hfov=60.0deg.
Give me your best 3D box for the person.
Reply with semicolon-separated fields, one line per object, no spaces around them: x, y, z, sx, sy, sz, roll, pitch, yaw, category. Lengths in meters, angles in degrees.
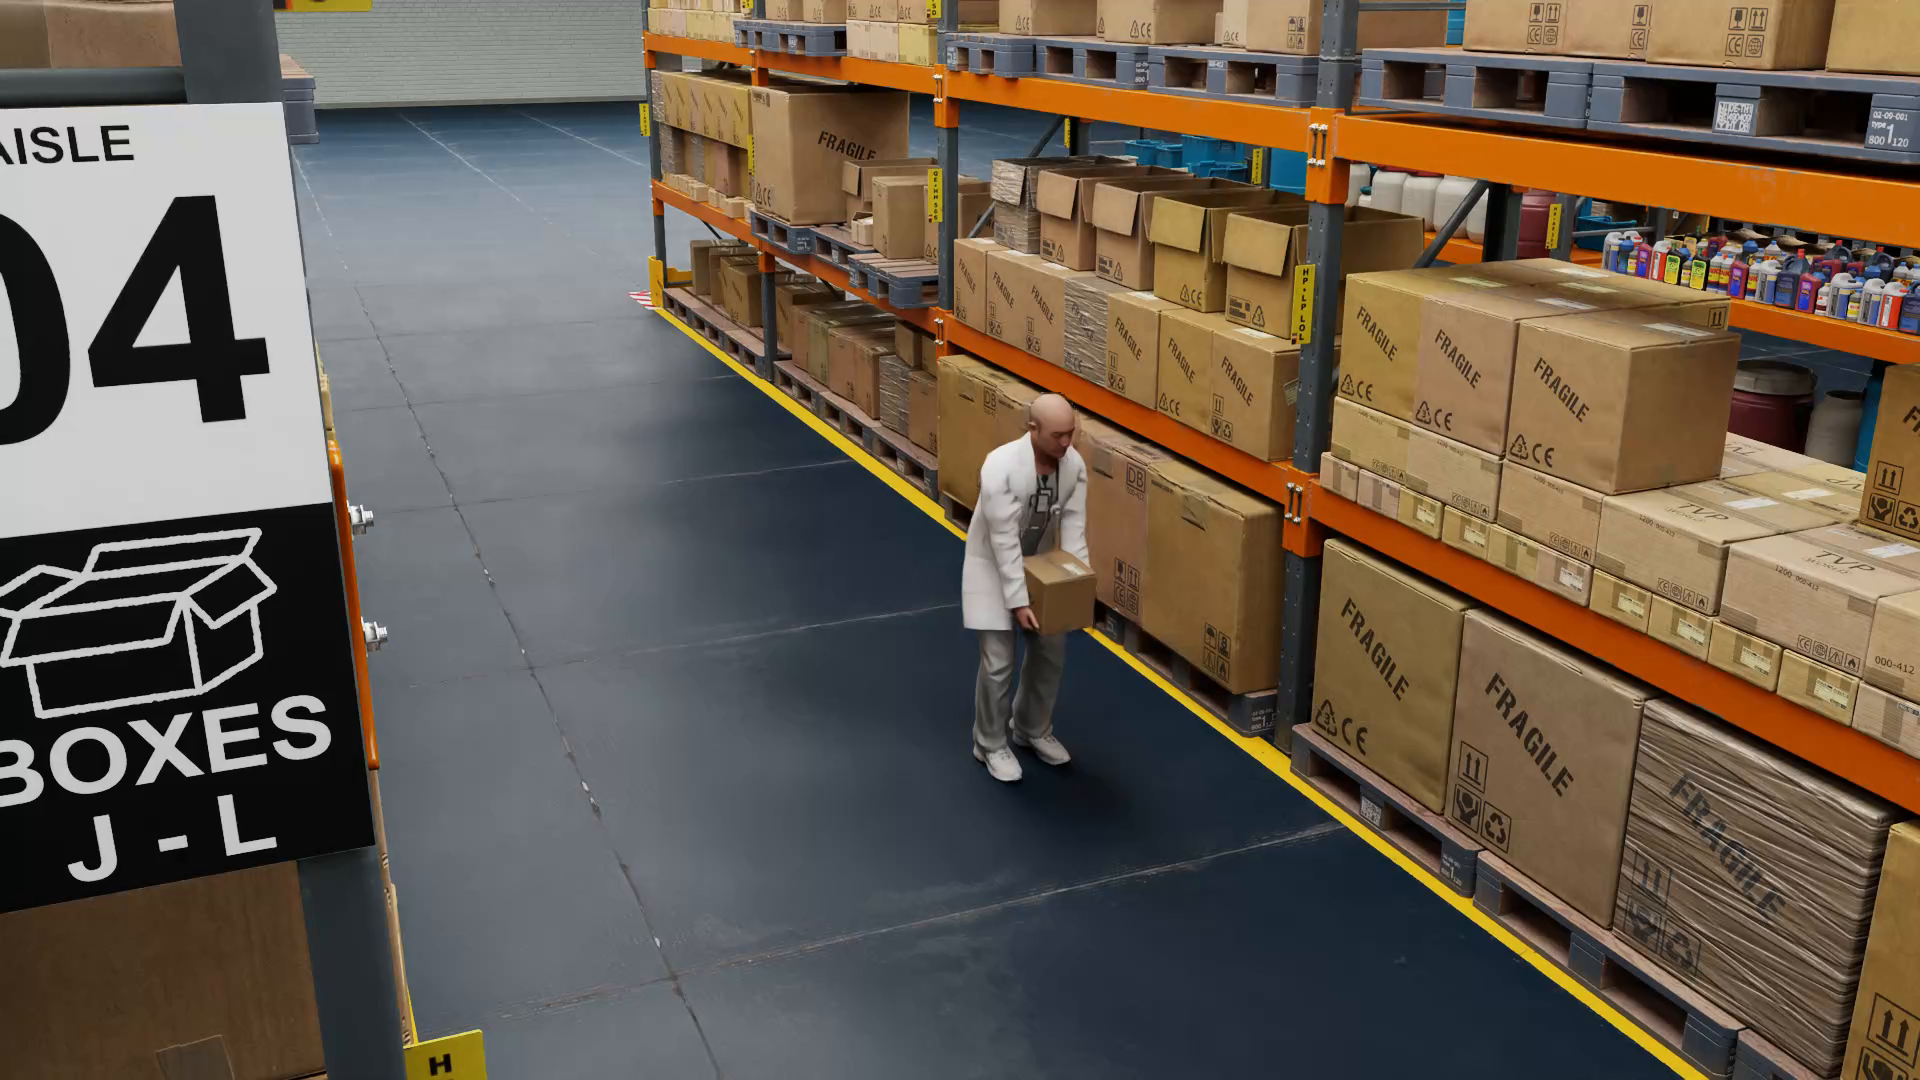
0.290;0.191;7.117;0.537;1.720;0.622;-10;21;-28;person
